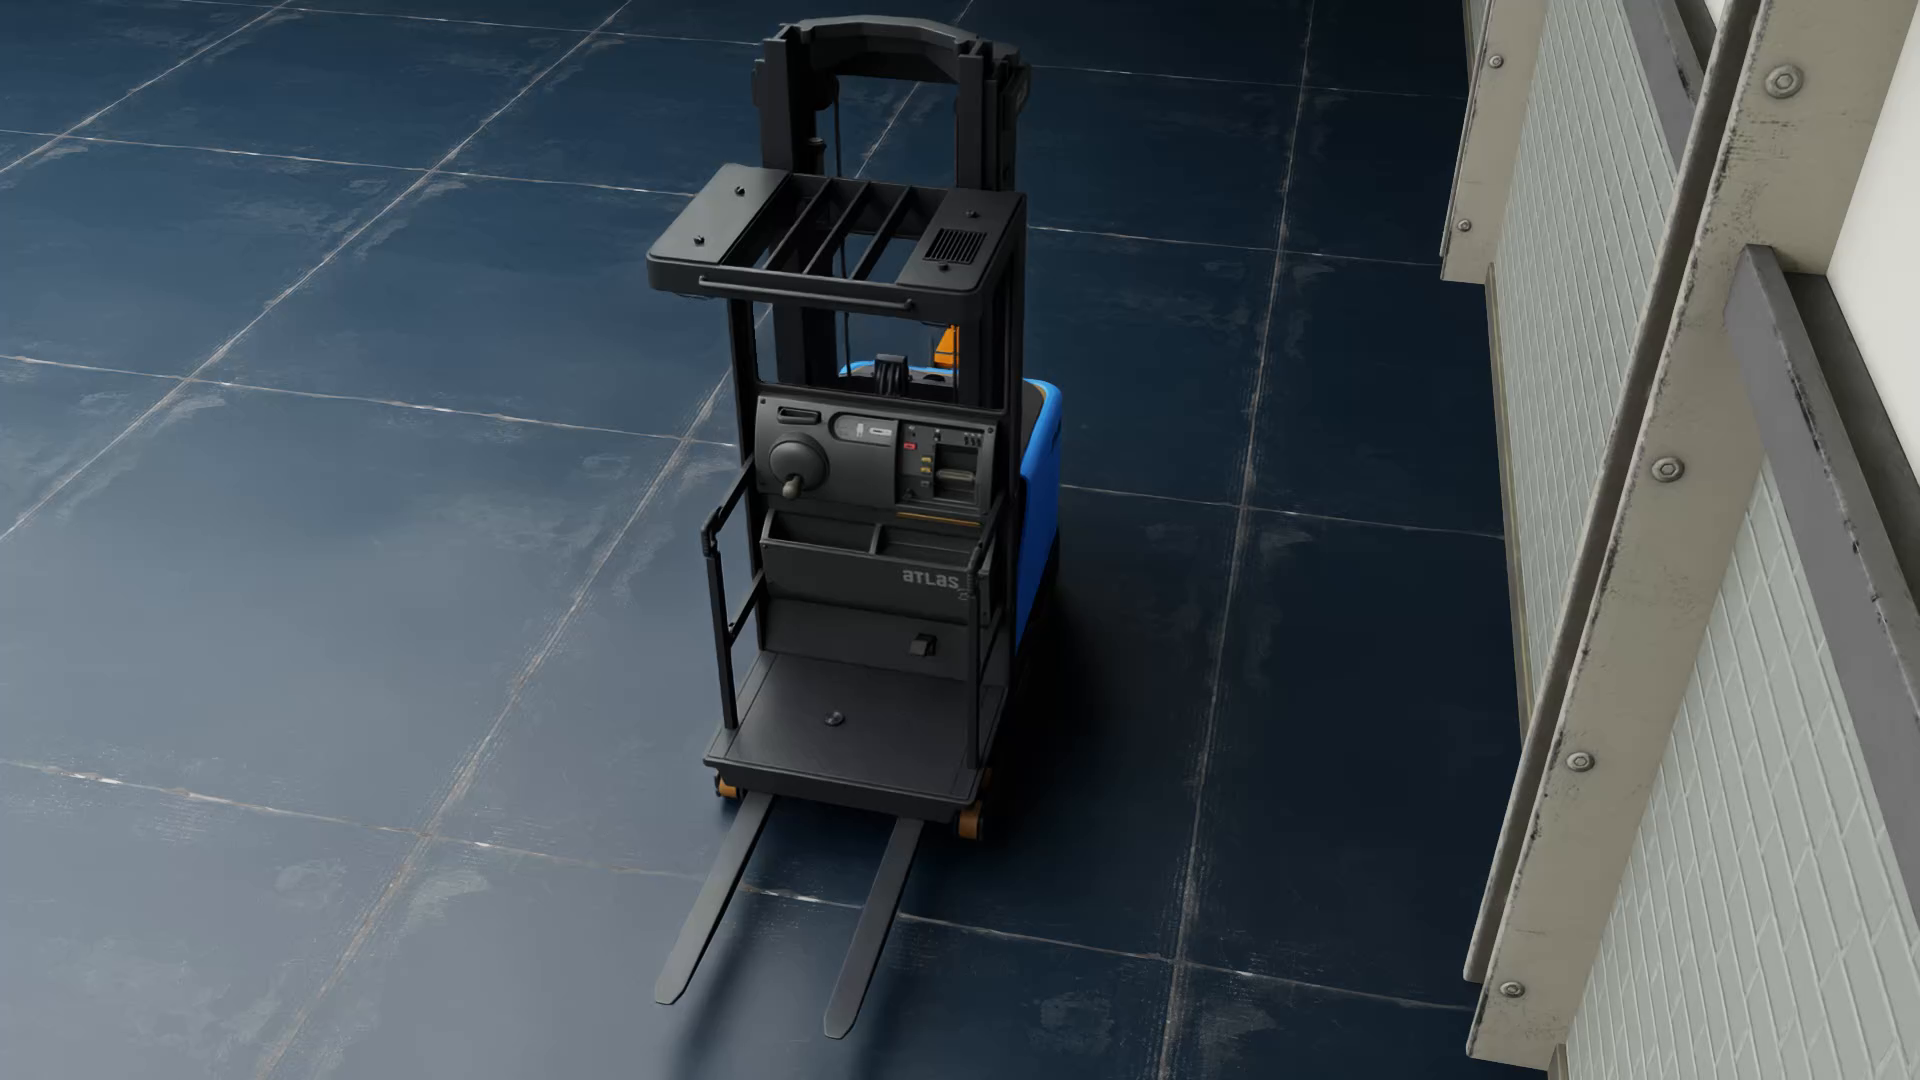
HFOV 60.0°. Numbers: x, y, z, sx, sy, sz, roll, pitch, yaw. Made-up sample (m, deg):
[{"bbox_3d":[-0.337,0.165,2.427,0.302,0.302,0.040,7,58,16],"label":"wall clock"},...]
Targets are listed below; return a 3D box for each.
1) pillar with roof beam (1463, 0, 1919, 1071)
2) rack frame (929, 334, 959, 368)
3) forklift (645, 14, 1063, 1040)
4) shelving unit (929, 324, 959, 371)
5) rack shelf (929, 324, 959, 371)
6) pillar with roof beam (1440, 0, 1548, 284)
[{"bbox_3d":[-2.253,-2.484,4.009,9.100,9.000,0.400,7,37,10],"label":"pillar with roof beam"},{"bbox_3d":[-0.019,-0.421,7.809,0.240,1.200,0.015,8,37,11],"label":"rack frame"},{"bbox_3d":[-0.370,-0.245,6.090,1.130,2.935,3.031,8,37,11],"label":"forklift"},{"bbox_3d":[0.037,-0.561,8.001,0.258,1.200,0.503,8,37,11],"label":"shelving unit"},{"bbox_3d":[0.037,-0.879,7.771,0.258,0.148,0.480,8,37,11],"label":"rack shelf"},{"bbox_3d":[-0.972,-5.924,8.755,9.100,9.000,0.400,7,37,10],"label":"pillar with roof beam"}]
